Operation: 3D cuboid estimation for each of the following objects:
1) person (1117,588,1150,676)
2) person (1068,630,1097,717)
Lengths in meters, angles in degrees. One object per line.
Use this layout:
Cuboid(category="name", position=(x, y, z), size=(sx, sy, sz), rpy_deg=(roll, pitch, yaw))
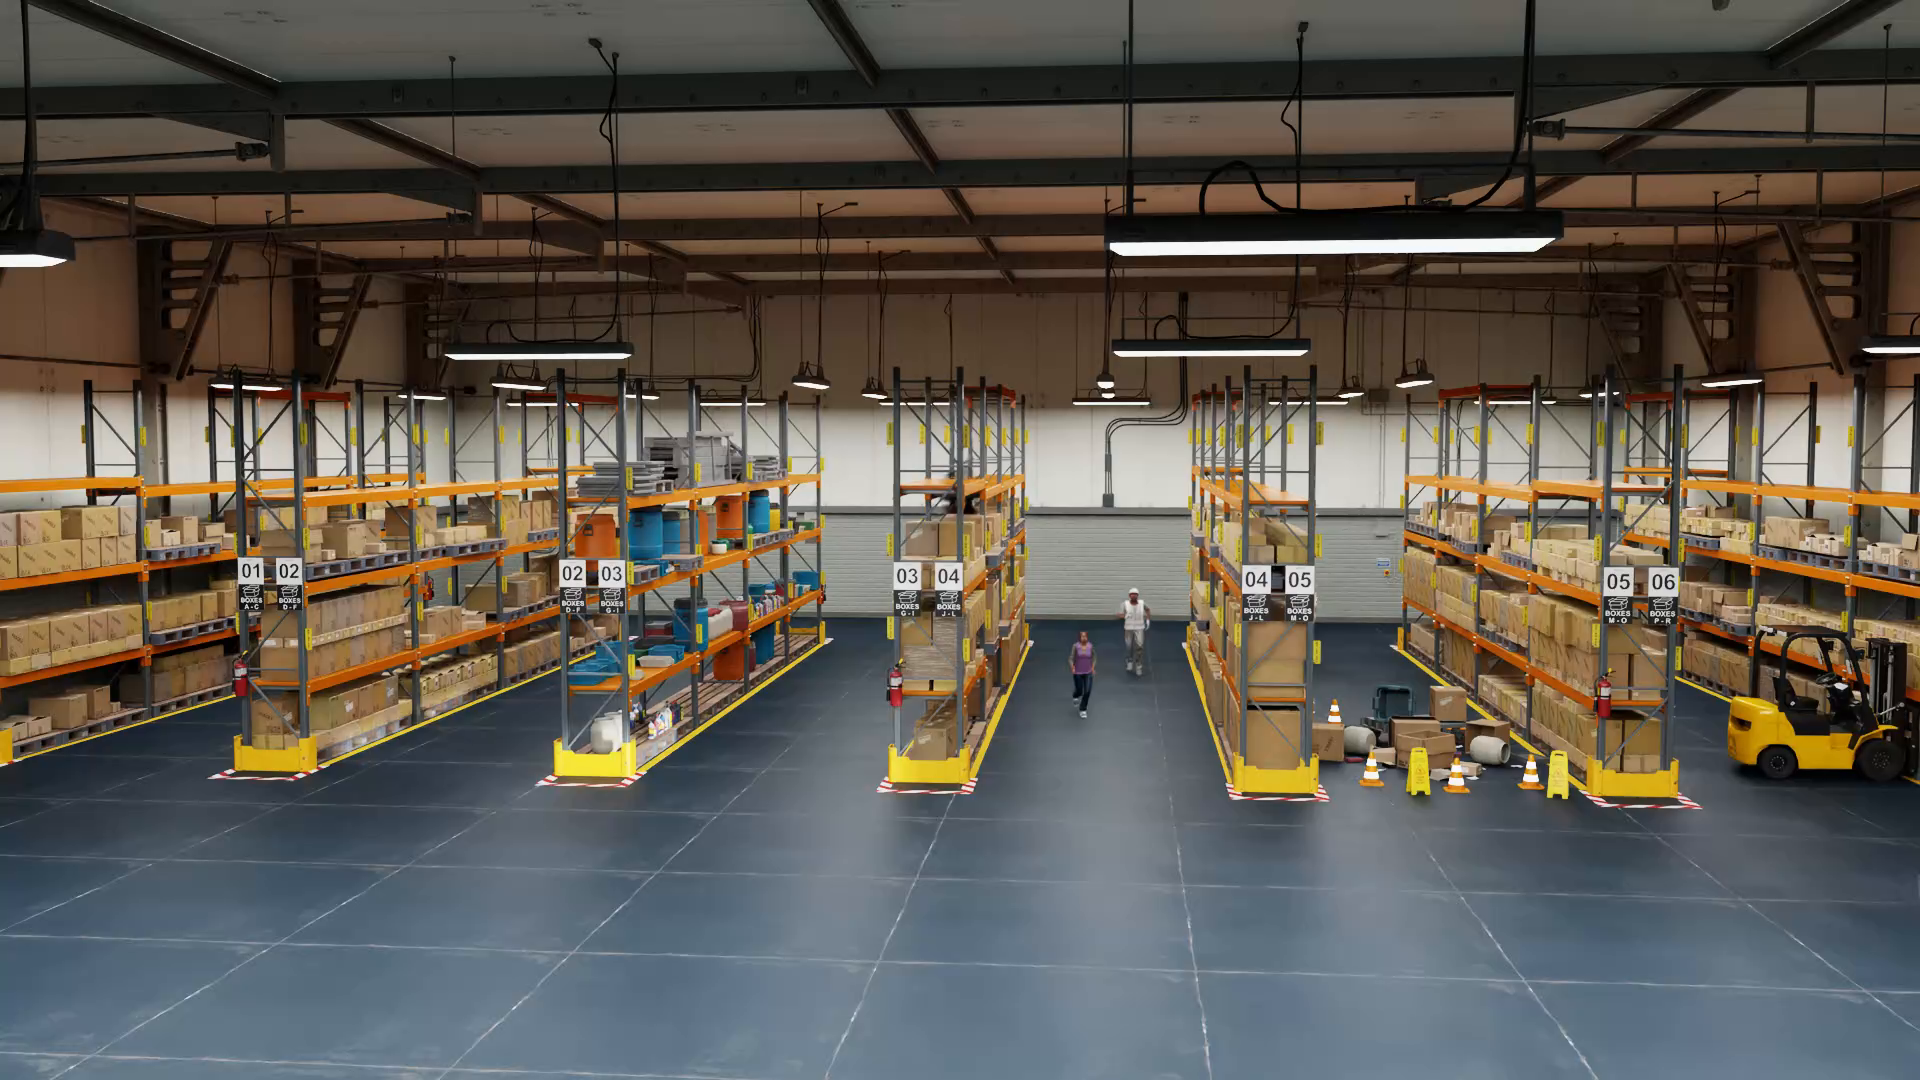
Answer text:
Cuboid(category="person", position=(3.663, 1.927, 35.088), size=(0.704, 1.850, 0.798), rpy_deg=(0, 4, 3))
Cuboid(category="person", position=(2.196, 2.381, 29.846), size=(0.522, 1.554, 0.598), rpy_deg=(0, 4, -6))
